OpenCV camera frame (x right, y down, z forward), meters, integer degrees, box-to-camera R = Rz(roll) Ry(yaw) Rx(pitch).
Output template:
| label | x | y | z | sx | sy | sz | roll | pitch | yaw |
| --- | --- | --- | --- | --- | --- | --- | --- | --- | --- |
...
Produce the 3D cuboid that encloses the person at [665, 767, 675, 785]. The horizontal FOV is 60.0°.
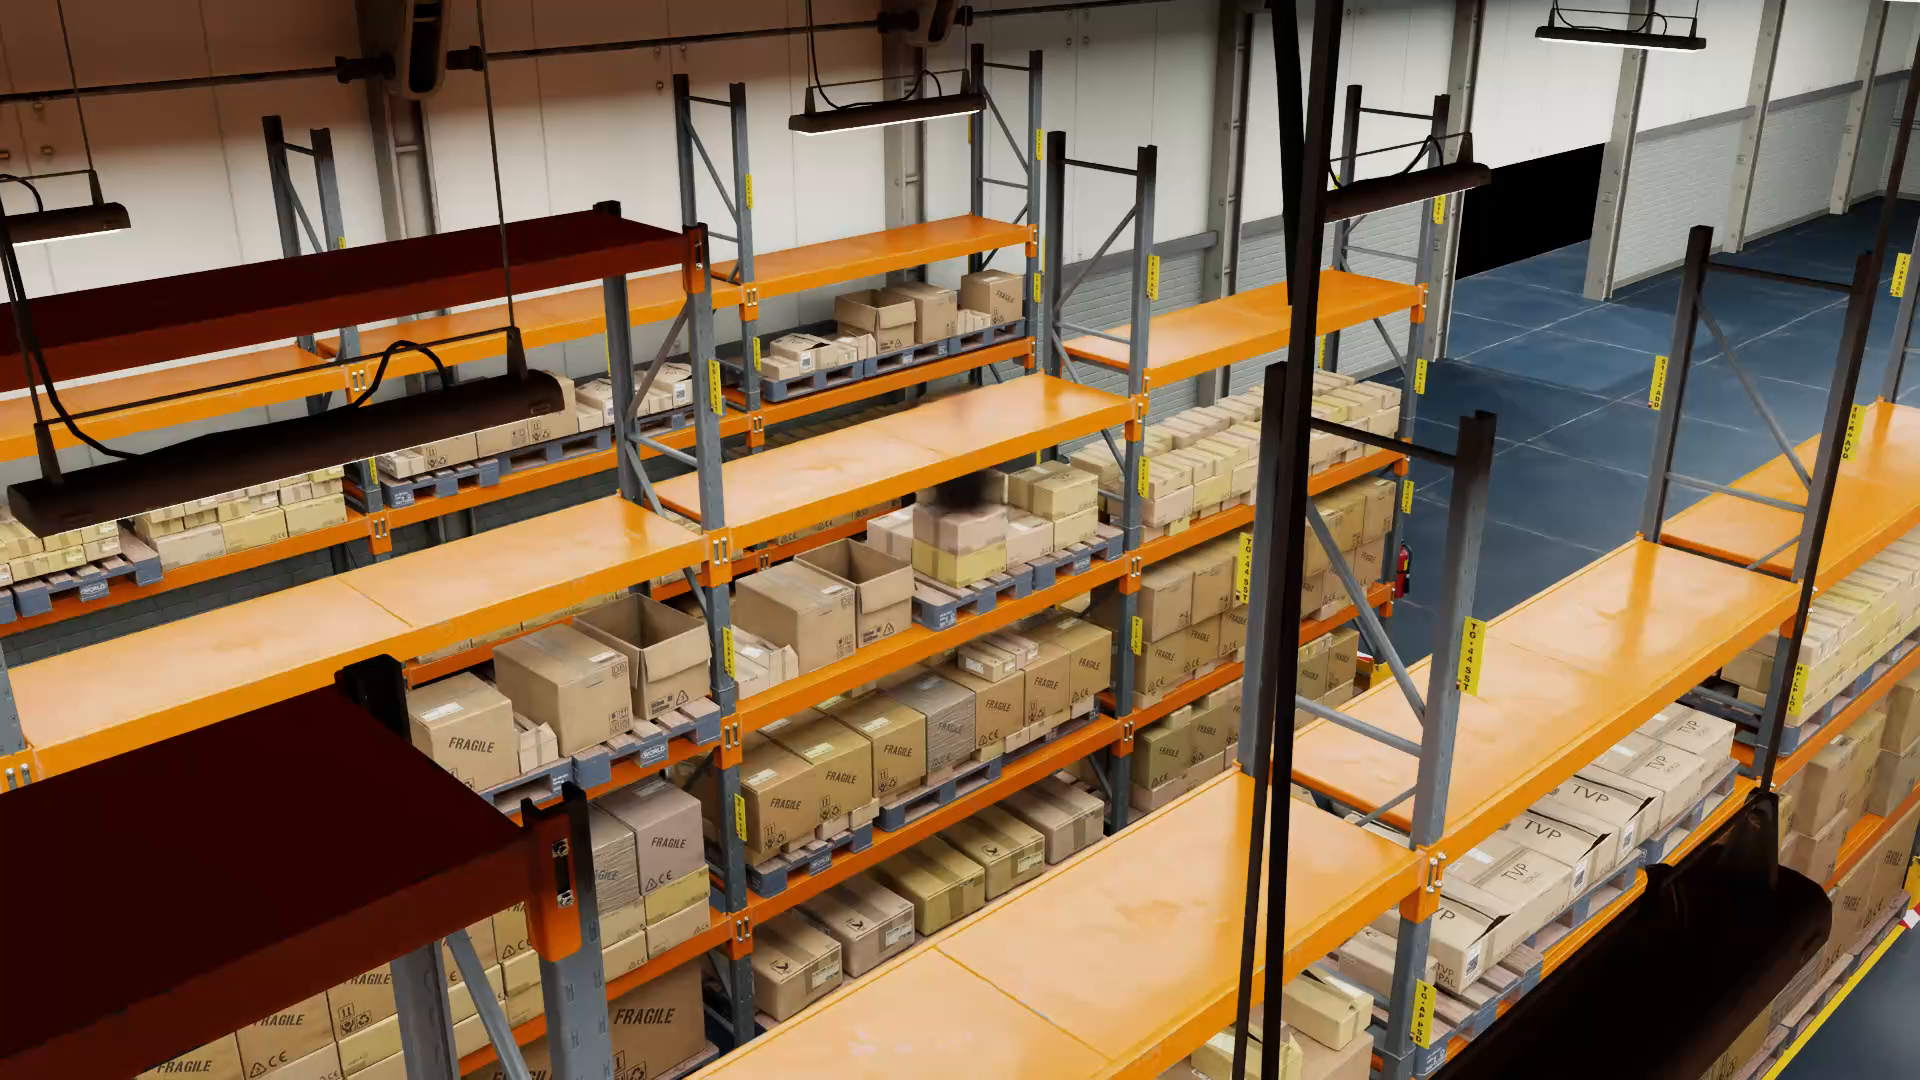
| label | x | y | z | sx | sy | sz | roll | pitch | yaw |
| --- | --- | --- | --- | --- | --- | --- | --- | --- | --- |
| person | -2.732 | 1.713 | 14.324 | 0.657 | 1.763 | 1.000 | 18 | 28 | 36 |
